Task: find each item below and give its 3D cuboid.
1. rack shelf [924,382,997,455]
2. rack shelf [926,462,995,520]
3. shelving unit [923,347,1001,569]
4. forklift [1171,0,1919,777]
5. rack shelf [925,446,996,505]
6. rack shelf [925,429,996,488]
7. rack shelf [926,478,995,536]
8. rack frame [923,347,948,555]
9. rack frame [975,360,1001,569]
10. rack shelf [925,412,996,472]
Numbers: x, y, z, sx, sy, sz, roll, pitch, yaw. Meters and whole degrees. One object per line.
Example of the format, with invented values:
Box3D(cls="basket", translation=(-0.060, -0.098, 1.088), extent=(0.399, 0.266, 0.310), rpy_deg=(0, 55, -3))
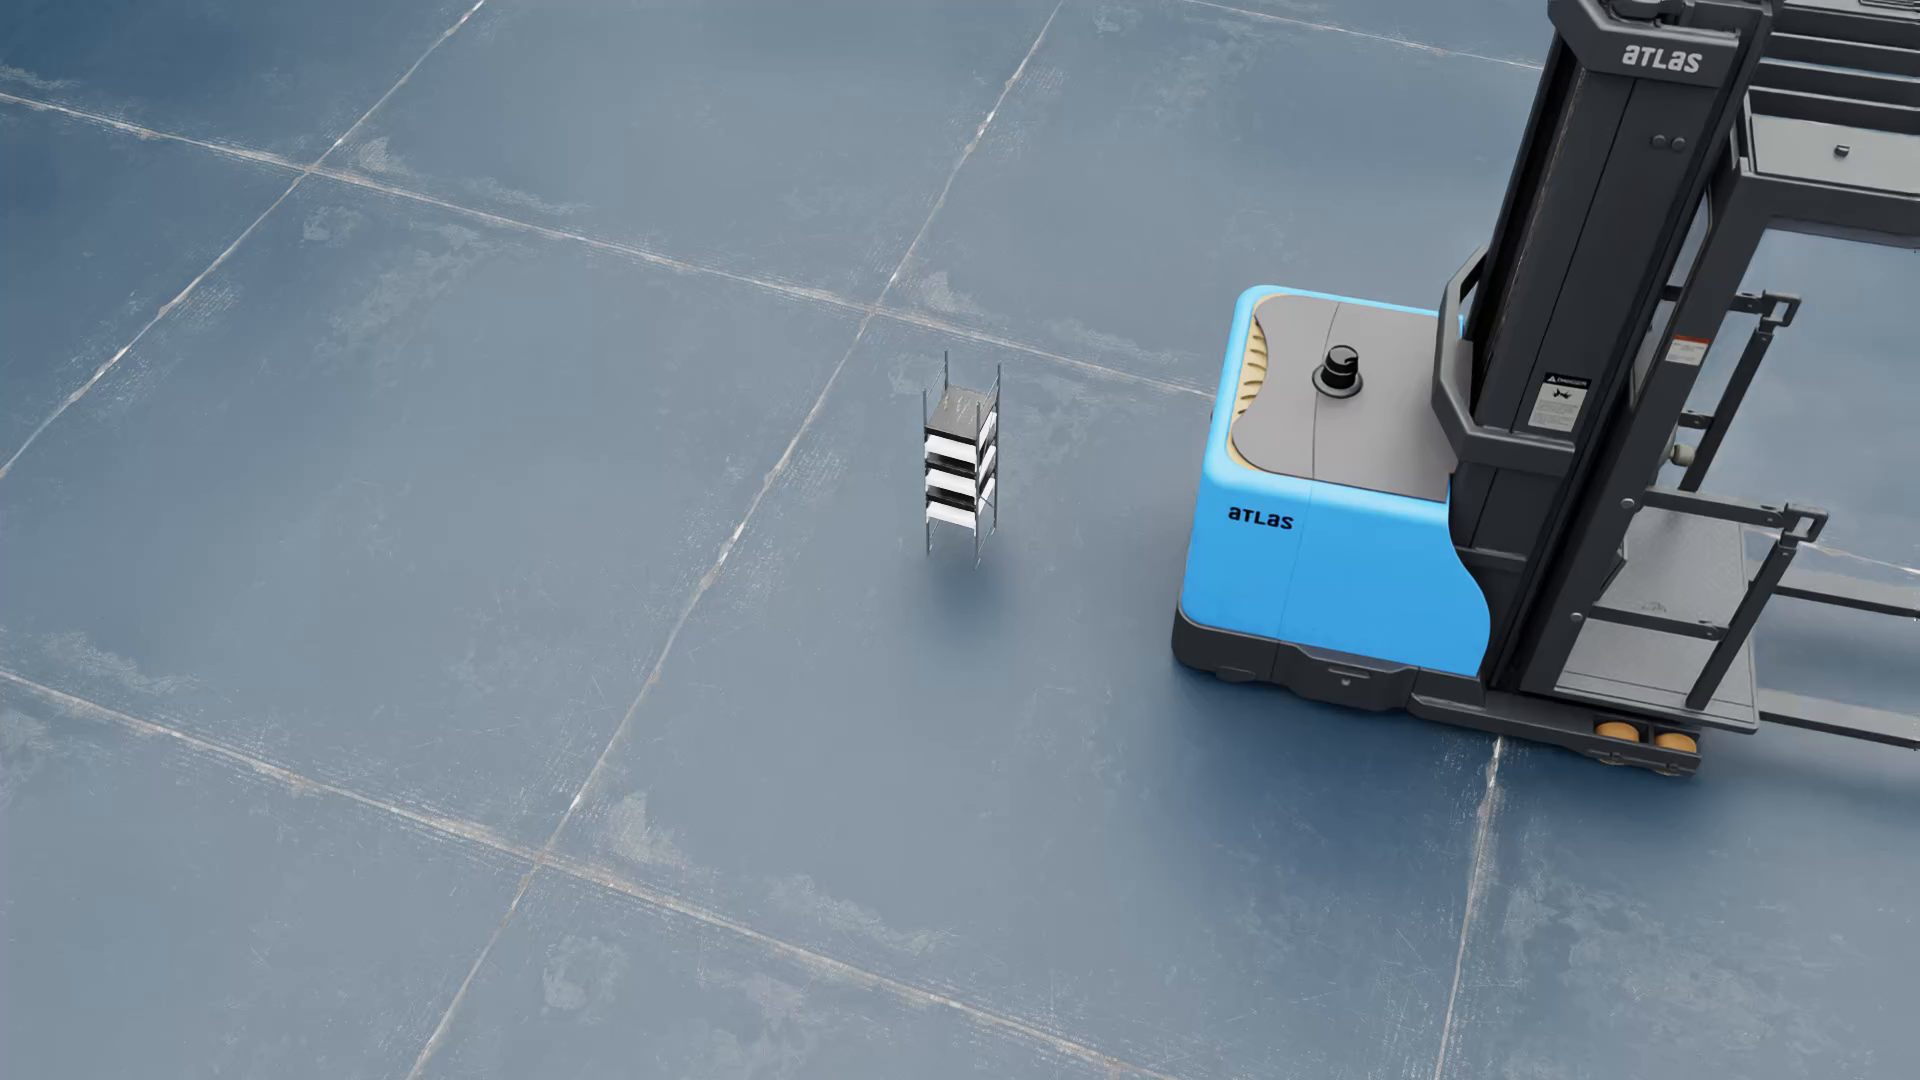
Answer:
Box3D(cls="rack shelf", translation=(0.008, -0.448, 6.096), extent=(0.200, 0.077, 0.258), rpy_deg=(16, 51, 13))
Box3D(cls="rack shelf", translation=(0.008, -0.212, 6.368), extent=(0.200, 0.077, 0.258), rpy_deg=(16, 51, 13))
Box3D(cls="shelving unit", translation=(0.008, -0.293, 6.275), extent=(0.210, 0.900, 0.258), rpy_deg=(16, 51, 13))
Box3D(cls="forklift", translation=(2.359, -0.571, 5.172), extent=(3.031, 2.935, 1.130), rpy_deg=(11, 50, 9))
Box3D(cls="rack shelf", translation=(0.008, -0.271, 6.300), extent=(0.200, 0.077, 0.258), rpy_deg=(16, 51, 13))
Box3D(cls="rack shelf", translation=(0.008, -0.330, 6.232), extent=(0.200, 0.077, 0.258), rpy_deg=(16, 51, 13))
Box3D(cls="rack shelf", translation=(0.008, -0.153, 6.436), extent=(0.200, 0.077, 0.258), rpy_deg=(16, 51, 13))
Box3D(cls="rack frame", translation=(-0.088, -0.319, 6.298), extent=(0.006, 0.900, 0.240), rpy_deg=(16, 51, 13))
Box3D(cls="rack frame", translation=(0.103, -0.266, 6.252), extent=(0.006, 0.900, 0.240), rpy_deg=(16, 51, 13))
Box3D(cls="rack shelf", translation=(0.008, -0.389, 6.164), extent=(0.200, 0.077, 0.258), rpy_deg=(16, 51, 13))
